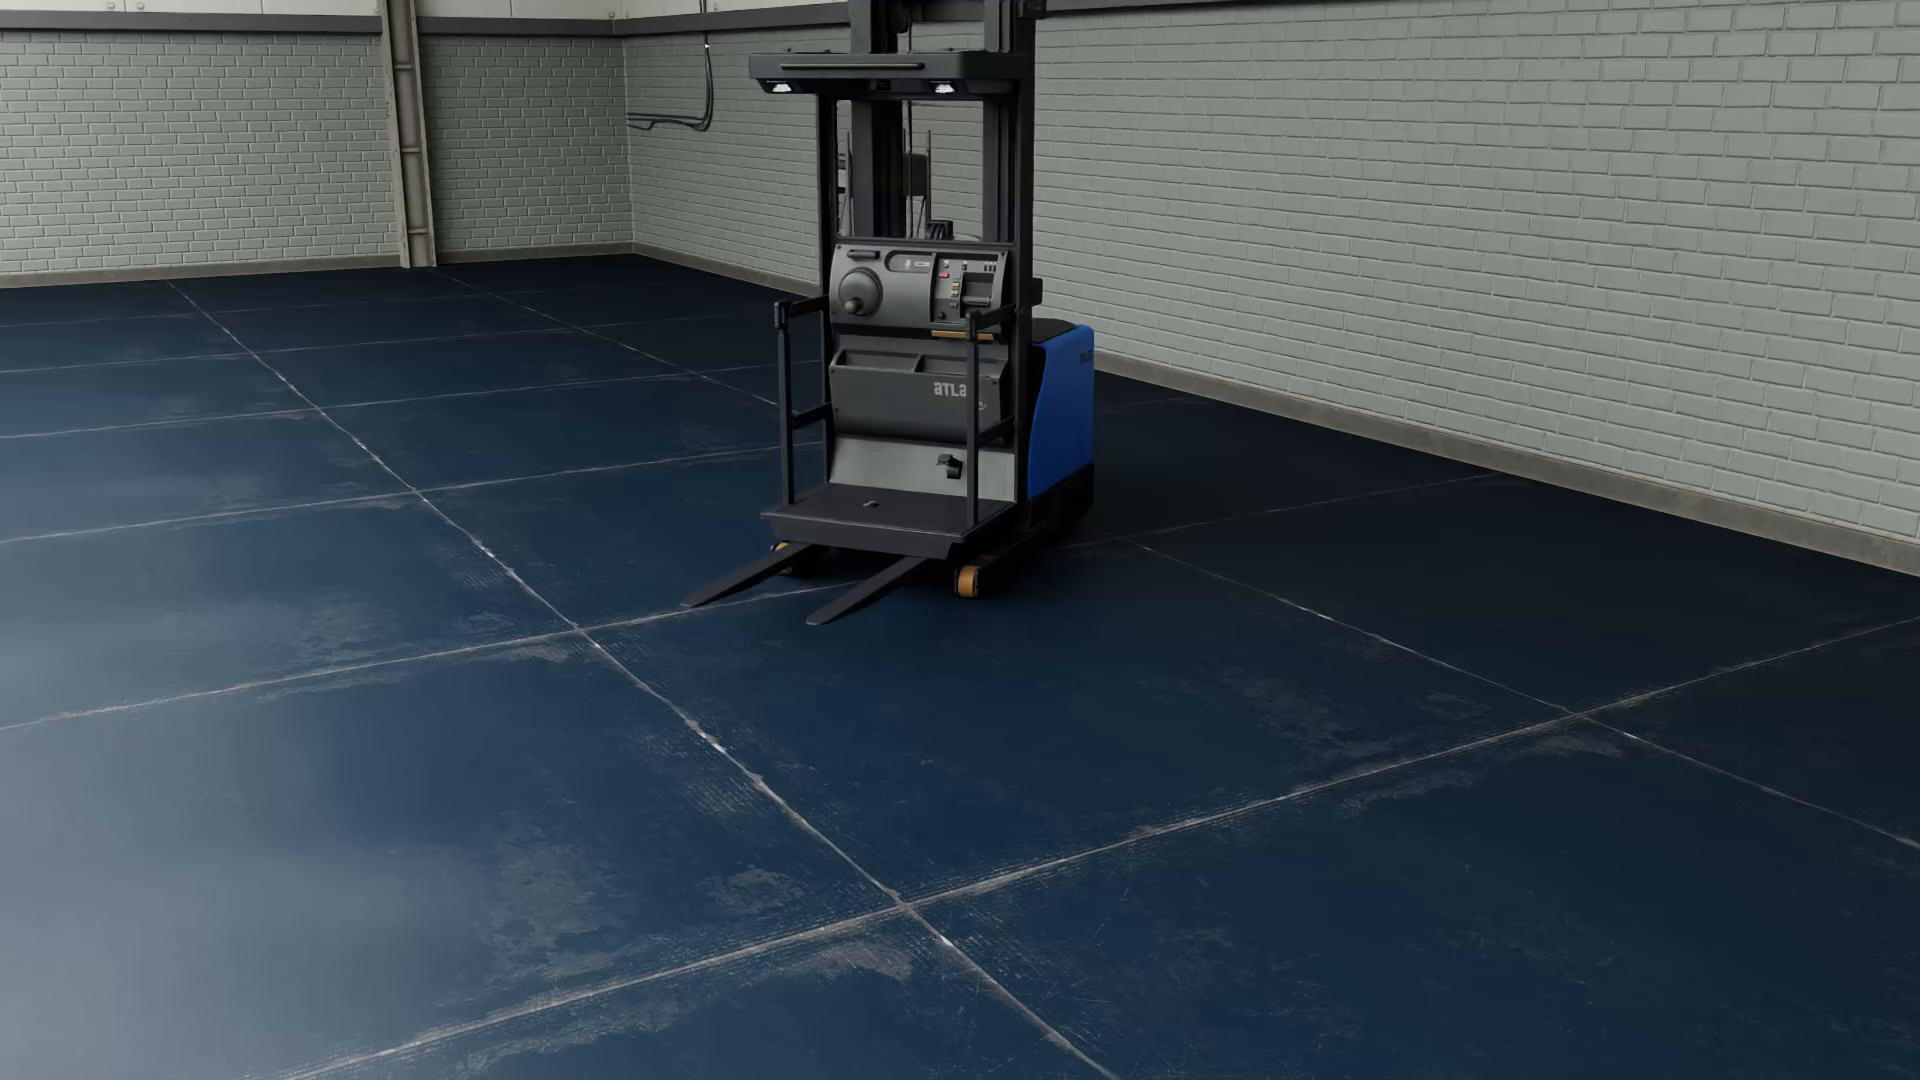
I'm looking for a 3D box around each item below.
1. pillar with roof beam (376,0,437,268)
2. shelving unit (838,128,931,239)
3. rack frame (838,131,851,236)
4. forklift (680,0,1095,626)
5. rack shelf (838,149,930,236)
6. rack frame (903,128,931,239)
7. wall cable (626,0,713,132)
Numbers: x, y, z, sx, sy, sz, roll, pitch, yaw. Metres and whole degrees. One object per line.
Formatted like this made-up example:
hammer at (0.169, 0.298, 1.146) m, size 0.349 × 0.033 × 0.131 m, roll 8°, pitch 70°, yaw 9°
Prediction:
pillar with roof beam at (-4.813, -6.894, 16.831) m, size 0.400 × 9.000 × 9.100 m, roll -9°, pitch 18°, yaw -30°
shelving unit at (-0.475, -1.326, 9.749) m, size 0.503 × 2.100 × 0.431 m, roll -7°, pitch 17°, yaw -23°
rack frame at (-0.697, -1.299, 9.652) m, size 0.015 × 2.100 × 0.400 m, roll -7°, pitch 17°, yaw -23°
forklift at (-0.291, -1.259, 7.970) m, size 1.130 × 2.935 × 3.031 m, roll 7°, pitch 17°, yaw 22°
rack shelf at (-0.475, -1.987, 9.564) m, size 0.480 × 0.518 × 0.431 m, roll -7°, pitch 17°, yaw -23°
rack frame at (-0.253, -1.353, 9.846) m, size 0.015 × 2.100 × 0.400 m, roll -7°, pitch 17°, yaw -23°
wall cable at (-3.824, -6.498, 21.173) m, size 0.112 × 2.526 × 3.097 m, roll -9°, pitch 18°, yaw -30°
